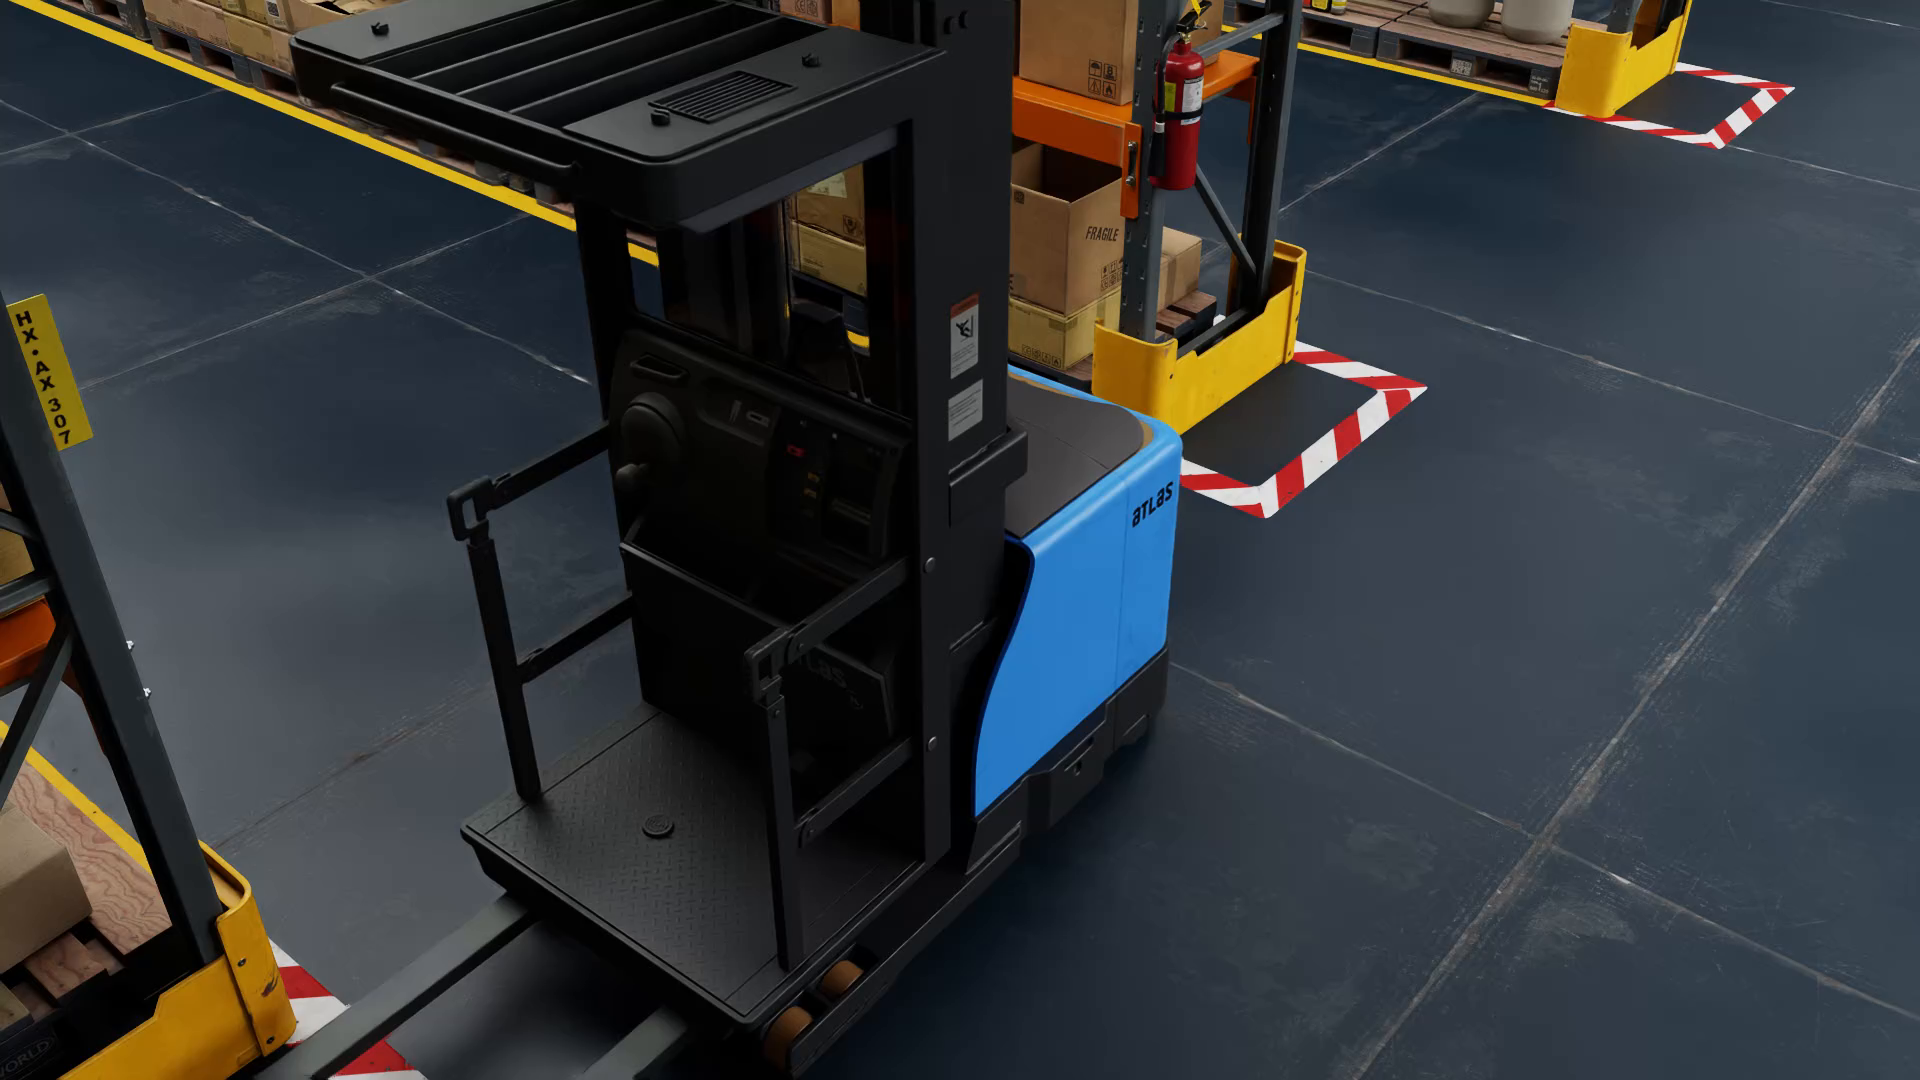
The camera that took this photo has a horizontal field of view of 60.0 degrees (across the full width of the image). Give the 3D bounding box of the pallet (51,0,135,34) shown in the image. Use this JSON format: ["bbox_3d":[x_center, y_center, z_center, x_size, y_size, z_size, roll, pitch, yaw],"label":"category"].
[{"bbox_3d":[-5.700,-3.925,11.779,1.213,0.211,1.003,25,42,32],"label":"pallet"}]

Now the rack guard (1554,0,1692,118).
[{"bbox_3d":[4.081,-3.020,10.206,0.348,0.500,1.175,25,42,32],"label":"rack guard"}]

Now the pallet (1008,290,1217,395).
[{"bbox_3d":[0.383,-0.999,7.518,1.213,0.211,1.003,25,42,32],"label":"pallet"}]

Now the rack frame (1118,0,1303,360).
[{"bbox_3d":[0.998,-1.890,6.352,0.127,3.000,1.000,25,42,32],"label":"rack frame"}]

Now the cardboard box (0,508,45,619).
[{"bbox_3d":[-2.341,0.006,3.707,0.500,0.250,0.500,24,41,31],"label":"cardboard box"}]

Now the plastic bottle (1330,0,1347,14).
[{"bbox_3d":[2.478,-3.546,10.847,0.097,0.201,0.097,0,34,0],"label":"plastic bottle"}]

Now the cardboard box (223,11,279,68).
[{"bbox_3d":[-4.145,-3.142,10.234,0.500,0.250,0.500,24,41,31],"label":"cardboard box"}]

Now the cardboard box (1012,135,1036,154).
[{"bbox_3d":[0.343,-1.710,7.486,0.500,0.500,0.500,25,42,32],"label":"cardboard box"}]

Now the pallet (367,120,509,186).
[{"bbox_3d":[-2.667,-2.439,9.615,1.213,0.211,1.003,25,42,32],"label":"pallet"}]

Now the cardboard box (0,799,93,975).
[{"bbox_3d":[-2.643,0.904,4.270,0.500,0.311,0.500,20,39,27],"label":"cardboard box"}]

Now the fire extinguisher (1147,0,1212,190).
[{"bbox_3d":[0.791,-1.613,6.017,0.183,0.674,0.296,25,42,32],"label":"fire extinguisher"}]

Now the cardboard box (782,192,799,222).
[{"bbox_3d":[-0.766,-1.841,7.676,0.500,0.500,0.500,25,42,32],"label":"cardboard box"}]

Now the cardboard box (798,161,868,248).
[{"bbox_3d":[-0.383,-1.659,7.412,0.500,0.500,0.500,25,42,32],"label":"cardboard box"}]

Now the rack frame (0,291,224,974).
[{"bbox_3d":[-2.169,0.267,3.212,0.127,3.000,1.000,25,42,32],"label":"rack frame"}]

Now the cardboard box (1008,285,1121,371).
[{"bbox_3d":[0.397,-0.995,7.107,0.500,0.250,0.500,25,42,32],"label":"cardboard box"}]

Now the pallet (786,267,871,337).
[{"bbox_3d":[-0.550,-1.441,8.162,1.213,0.211,1.003,25,42,32],"label":"pallet"}]

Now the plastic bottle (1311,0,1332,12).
[{"bbox_3d":[2.377,-3.614,10.873,0.133,0.283,0.061,26,42,33],"label":"plastic bottle"}]

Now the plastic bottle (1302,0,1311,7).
[{"bbox_3d":[2.302,-3.680,10.976,0.135,0.276,0.152,26,42,32],"label":"plastic bottle"}]

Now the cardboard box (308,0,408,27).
[{"bbox_3d":[-3.357,-2.999,9.530,0.500,0.311,0.500,25,42,32],"label":"cardboard box"}]

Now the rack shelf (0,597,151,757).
[{"bbox_3d":[-3.706,-0.161,4.470,4.000,0.370,1.077,25,42,32],"label":"rack shelf"}]

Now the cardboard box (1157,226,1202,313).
[{"bbox_3d":[0.728,-1.220,7.435,0.500,0.250,0.500,25,42,32],"label":"cardboard box"}]

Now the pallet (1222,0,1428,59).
[{"bbox_3d":[2.527,-3.640,11.363,1.213,0.211,1.003,25,42,32],"label":"pallet"}]

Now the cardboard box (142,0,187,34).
[{"bbox_3d":[-4.936,-3.510,10.769,0.500,0.250,0.500,25,42,32],"label":"cardboard box"}]

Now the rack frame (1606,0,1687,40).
[{"bbox_3d":[4.170,-4.043,9.488,0.127,3.000,1.000,25,42,32],"label":"rack frame"}]

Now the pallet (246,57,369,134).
[{"bbox_3d":[-3.609,-2.881,10.258,1.213,0.211,1.003,25,42,32],"label":"pallet"}]

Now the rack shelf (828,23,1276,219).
[{"bbox_3d":[-0.539,-2.318,7.611,4.000,0.370,1.077,25,42,32],"label":"rack shelf"}]

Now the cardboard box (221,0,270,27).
[{"bbox_3d":[-4.136,-3.368,10.068,0.500,0.311,0.500,24,41,31],"label":"cardboard box"}]

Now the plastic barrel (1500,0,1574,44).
[{"bbox_3d":[3.615,-3.396,10.372,0.421,0.512,0.421,0,34,0],"label":"plastic barrel"}]

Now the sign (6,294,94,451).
[{"bbox_3d":[-1.822,-0.326,3.311,0.005,0.325,0.100,25,42,32],"label":"sign"}]

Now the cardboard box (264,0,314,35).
[{"bbox_3d":[-3.741,-3.182,9.797,0.500,0.311,0.500,25,41,31],"label":"cardboard box"}]

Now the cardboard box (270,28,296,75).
[{"bbox_3d":[-3.752,-2.956,9.963,0.500,0.250,0.500,26,42,33],"label":"cardboard box"}]

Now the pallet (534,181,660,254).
[{"bbox_3d":[-1.492,-1.883,8.805,1.213,0.211,1.003,25,42,32],"label":"pallet"}]

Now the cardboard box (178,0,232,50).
[{"bbox_3d":[-4.549,-3.328,10.504,0.500,0.250,0.500,24,41,31],"label":"cardboard box"}]

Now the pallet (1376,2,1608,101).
[{"bbox_3d":[3.461,-3.198,10.720,1.213,0.211,1.003,25,42,32],"label":"pallet"}]

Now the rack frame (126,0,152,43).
[{"bbox_3d":[-5.150,-4.787,10.571,0.127,3.000,1.000,25,42,32],"label":"rack frame"}]

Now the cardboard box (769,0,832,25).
[{"bbox_3d":[-0.544,-2.665,7.393,0.500,0.500,0.700,27,43,33],"label":"cardboard box"}]

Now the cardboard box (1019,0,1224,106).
[{"bbox_3d":[0.647,-2.106,6.578,0.500,0.500,0.700,25,42,32],"label":"cardboard box"}]

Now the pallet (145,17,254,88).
[{"bbox_3d":[-4.543,-3.323,10.902,1.213,0.211,1.003,25,42,32],"label":"pallet"}]

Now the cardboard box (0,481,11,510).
[{"bbox_3d":[-2.343,-0.292,3.479,0.500,0.500,0.500,25,42,32],"label":"cardboard box"}]

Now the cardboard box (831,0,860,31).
[{"bbox_3d":[-0.137,-2.476,7.118,0.500,0.500,0.700,26,42,32],"label":"cardboard box"}]

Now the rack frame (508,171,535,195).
[{"bbox_3d":[-2.076,-3.339,8.462,0.127,3.000,1.000,25,42,32],"label":"rack frame"}]

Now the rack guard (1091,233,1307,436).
[{"bbox_3d":[1.016,-0.851,7.047,0.348,0.500,1.175,25,42,32],"label":"rack guard"}]

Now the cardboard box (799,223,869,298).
[{"bbox_3d":[-0.381,-1.351,7.626,0.500,0.250,0.500,25,42,32],"label":"cardboard box"}]

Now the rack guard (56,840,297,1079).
[{"bbox_3d":[-2.227,1.270,3.960,0.348,0.500,1.175,25,42,32],"label":"rack guard"}]

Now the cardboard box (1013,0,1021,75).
[{"bbox_3d":[0.241,-2.294,6.852,0.500,0.500,0.700,26,42,33],"label":"cardboard box"}]

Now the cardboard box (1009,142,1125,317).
[{"bbox_3d":[0.395,-1.303,6.894,0.500,0.500,0.500,25,42,32],"label":"cardboard box"}]

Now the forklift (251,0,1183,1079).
[{"bbox_3d":[-0.641,-0.162,3.897,1.130,2.935,3.031,24,41,31],"label":"forklift"}]

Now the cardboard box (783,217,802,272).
[{"bbox_3d":[-0.764,-1.533,7.891,0.500,0.250,0.500,25,42,32],"label":"cardboard box"}]

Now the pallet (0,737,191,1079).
[{"bbox_3d":[-2.829,1.079,4.492,1.213,0.211,1.003,25,42,32],"label":"pallet"}]

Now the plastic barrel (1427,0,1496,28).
[{"bbox_3d":[3.230,-3.578,10.637,0.421,0.512,0.421,0,34,0],"label":"plastic barrel"}]

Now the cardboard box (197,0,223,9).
[{"bbox_3d":[-4.527,-3.554,10.338,0.500,0.311,0.500,24,41,31],"label":"cardboard box"}]
